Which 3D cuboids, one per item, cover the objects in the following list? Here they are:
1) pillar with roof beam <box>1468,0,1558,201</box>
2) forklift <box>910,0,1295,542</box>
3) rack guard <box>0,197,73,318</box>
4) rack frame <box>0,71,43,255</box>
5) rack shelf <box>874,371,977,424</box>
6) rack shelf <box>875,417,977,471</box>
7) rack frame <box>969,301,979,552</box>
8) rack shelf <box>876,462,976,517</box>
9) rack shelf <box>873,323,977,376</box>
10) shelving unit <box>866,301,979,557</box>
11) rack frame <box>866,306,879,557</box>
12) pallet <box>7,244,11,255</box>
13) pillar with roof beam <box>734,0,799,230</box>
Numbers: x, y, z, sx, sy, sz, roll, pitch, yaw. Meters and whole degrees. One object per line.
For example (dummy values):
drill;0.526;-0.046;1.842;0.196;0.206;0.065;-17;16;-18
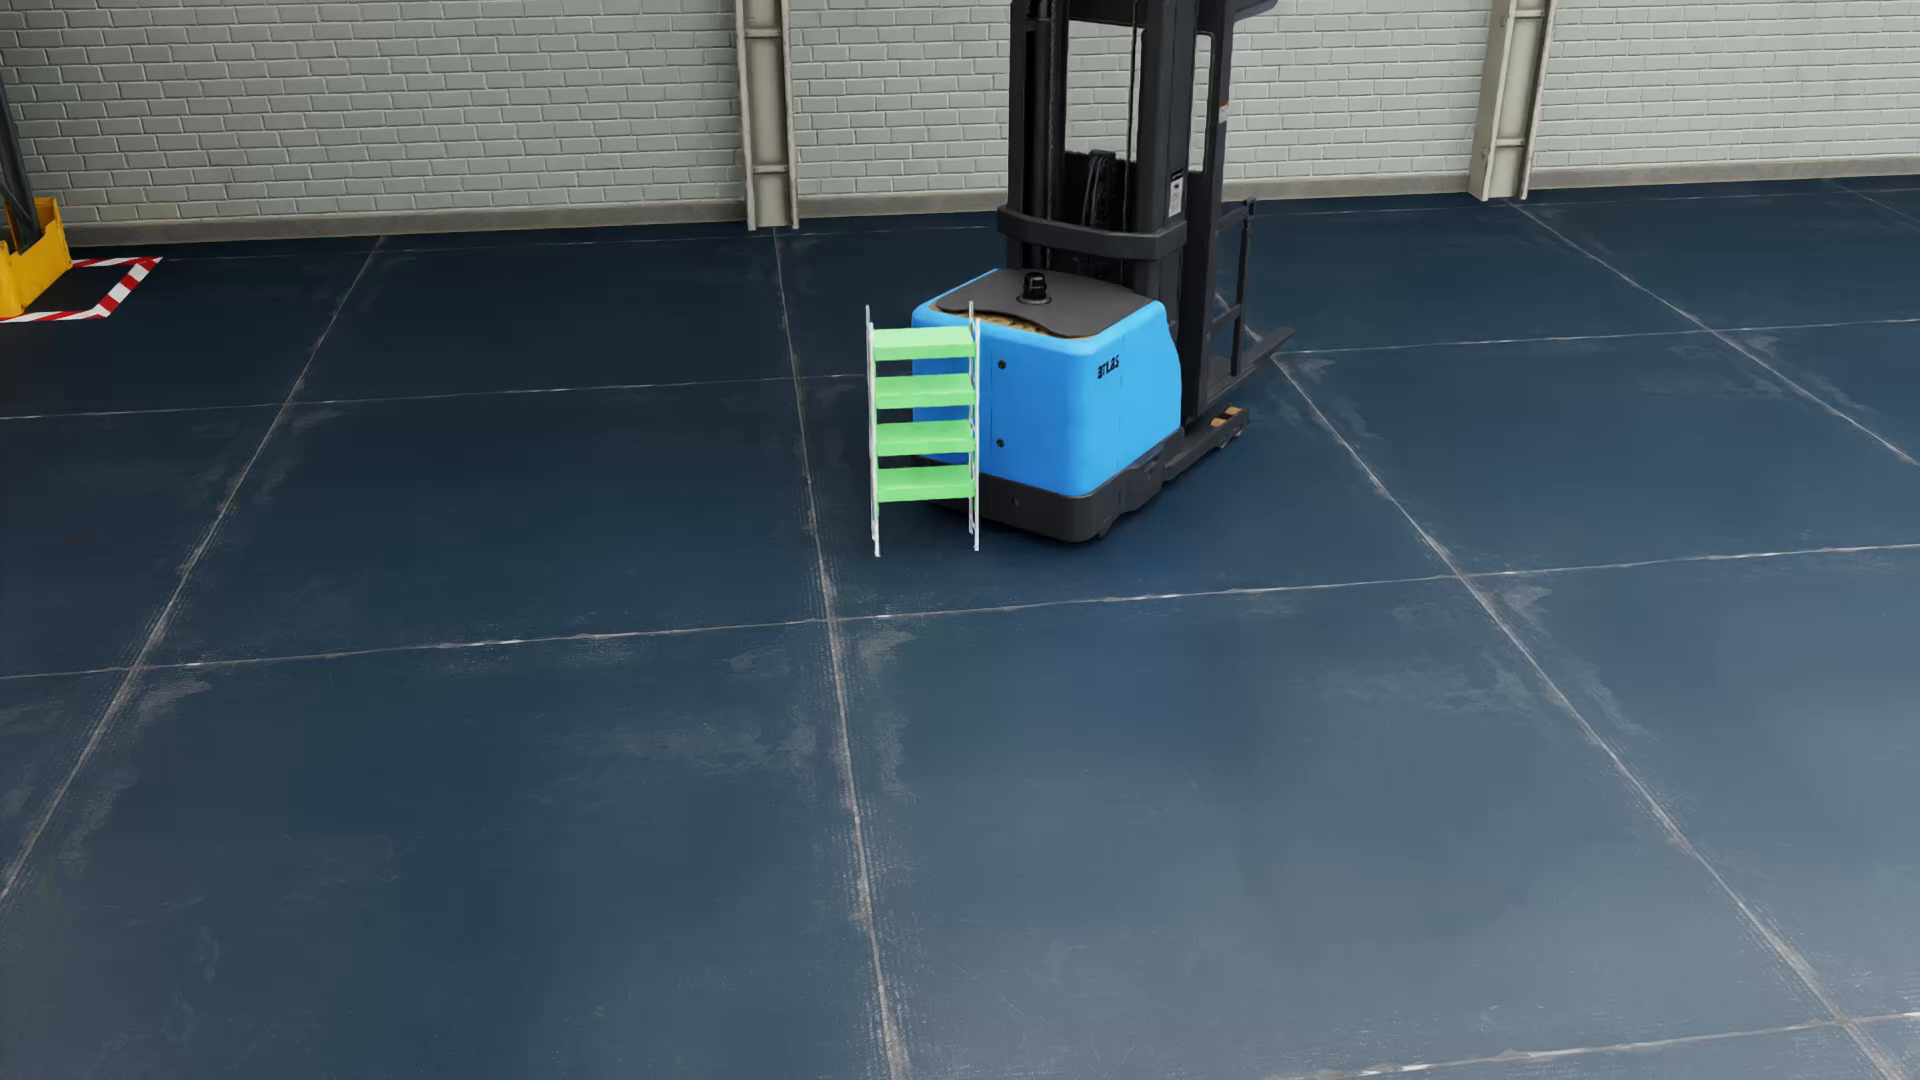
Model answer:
pillar with roof beam;5.067;-4.931;8.003;0.400;9.000;9.100;-4;27;-7
forklift;0.973;-1.921;8.783;1.130;2.935;3.031;17;31;29
rack guard;-6.577;-1.971;11.544;0.348;0.500;1.175;-4;27;-7
rack frame;-6.601;-3.082;10.970;0.127;3.000;1.000;-4;27;-7
rack shelf;-0.175;-0.675;7.865;0.480;0.148;0.258;-3;27;-6
rack shelf;-0.175;-0.461;7.974;0.480;0.148;0.258;-3;27;-6
rack frame;0.067;-0.532;7.972;0.015;1.200;0.240;-3;27;-6
rack shelf;-0.175;-0.248;8.084;0.480;0.148;0.258;-3;27;-6
rack shelf;-0.175;-0.888;7.755;0.480;0.148;0.258;-3;27;-6
shelving unit;-0.175;-0.518;7.945;0.503;1.200;0.258;-3;27;-6
rack frame;-0.417;-0.504;7.918;0.015;1.200;0.240;-3;27;-6
pallet;-7.352;-1.774;11.475;1.213;0.211;1.003;-4;27;-7
pillar with roof beam;-0.875;-4.549;7.259;0.400;9.000;9.100;-4;27;-7
